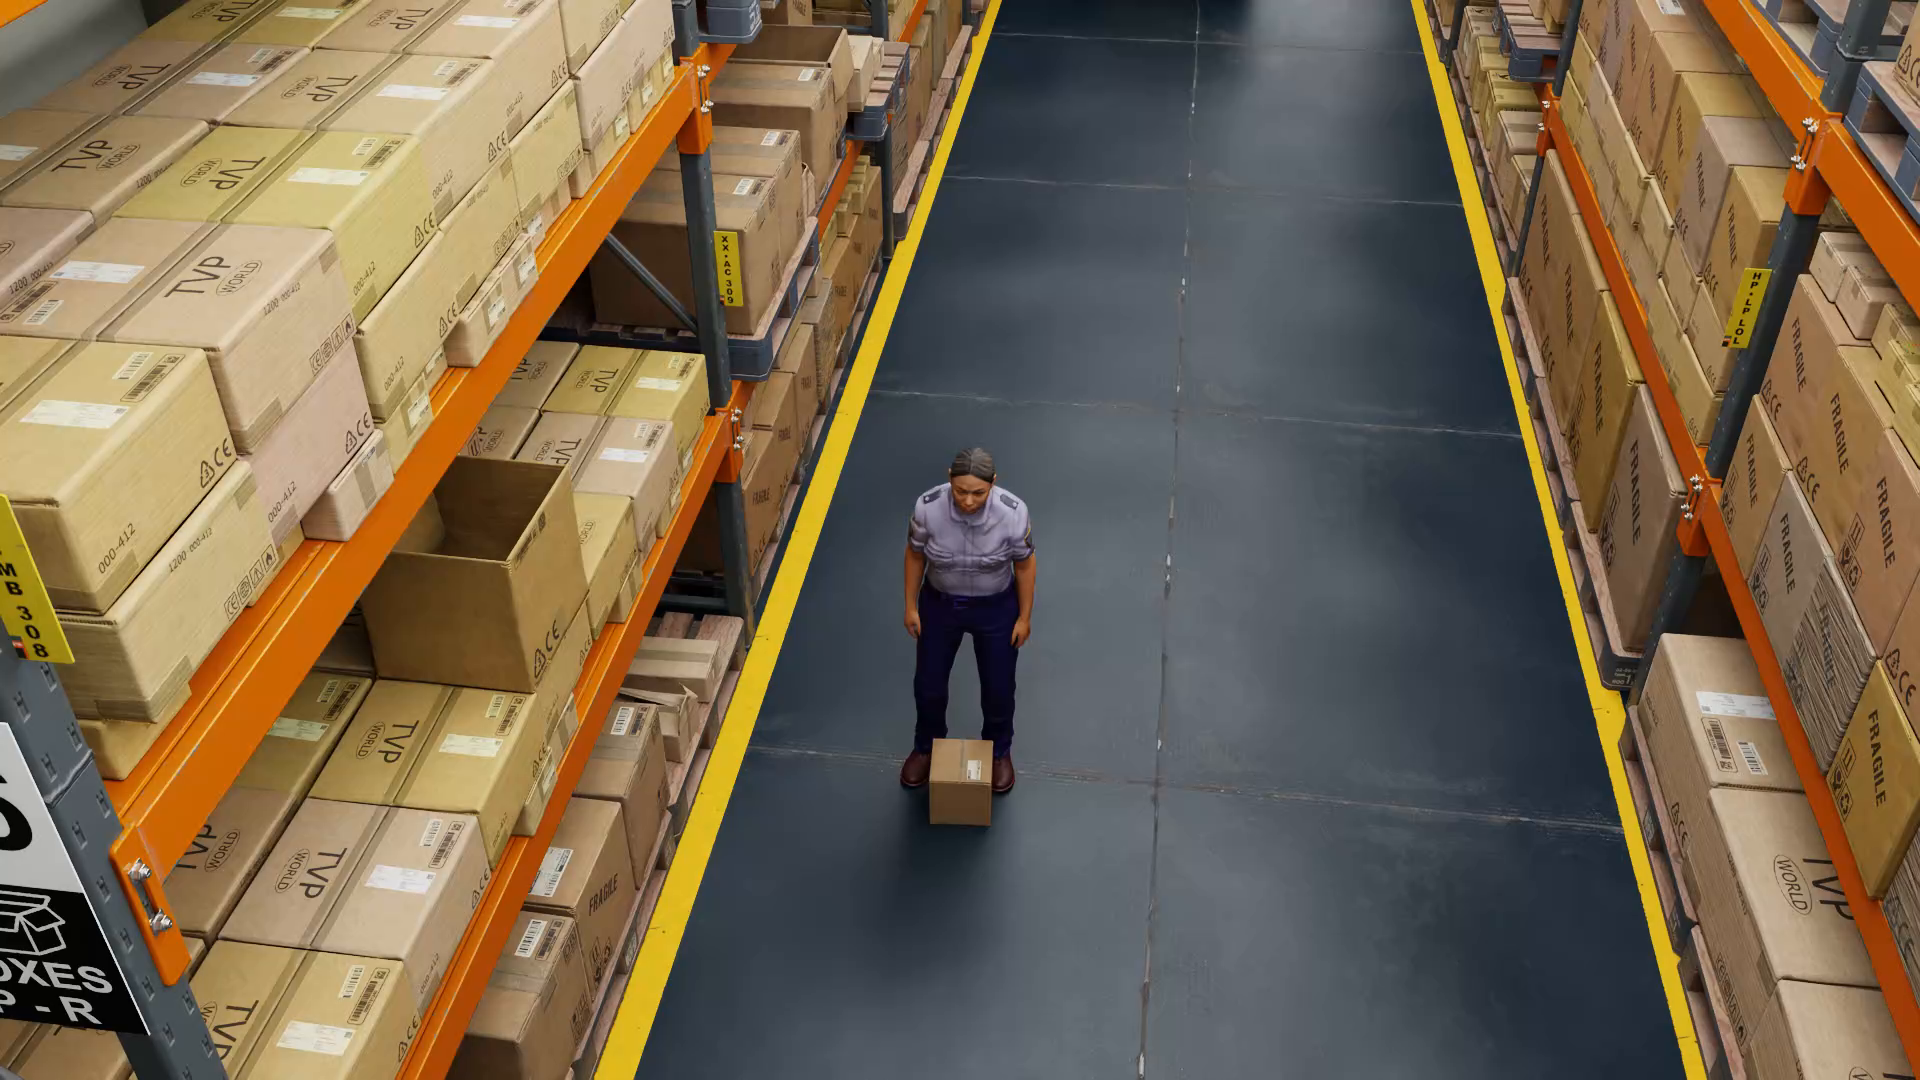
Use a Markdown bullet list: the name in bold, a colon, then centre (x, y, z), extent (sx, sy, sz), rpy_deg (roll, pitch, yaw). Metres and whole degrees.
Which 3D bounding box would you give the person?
- **person**: centre (0.028, 0.294, 6.646), extent (0.537, 1.651, 0.372), rpy_deg (4, 37, 5)
